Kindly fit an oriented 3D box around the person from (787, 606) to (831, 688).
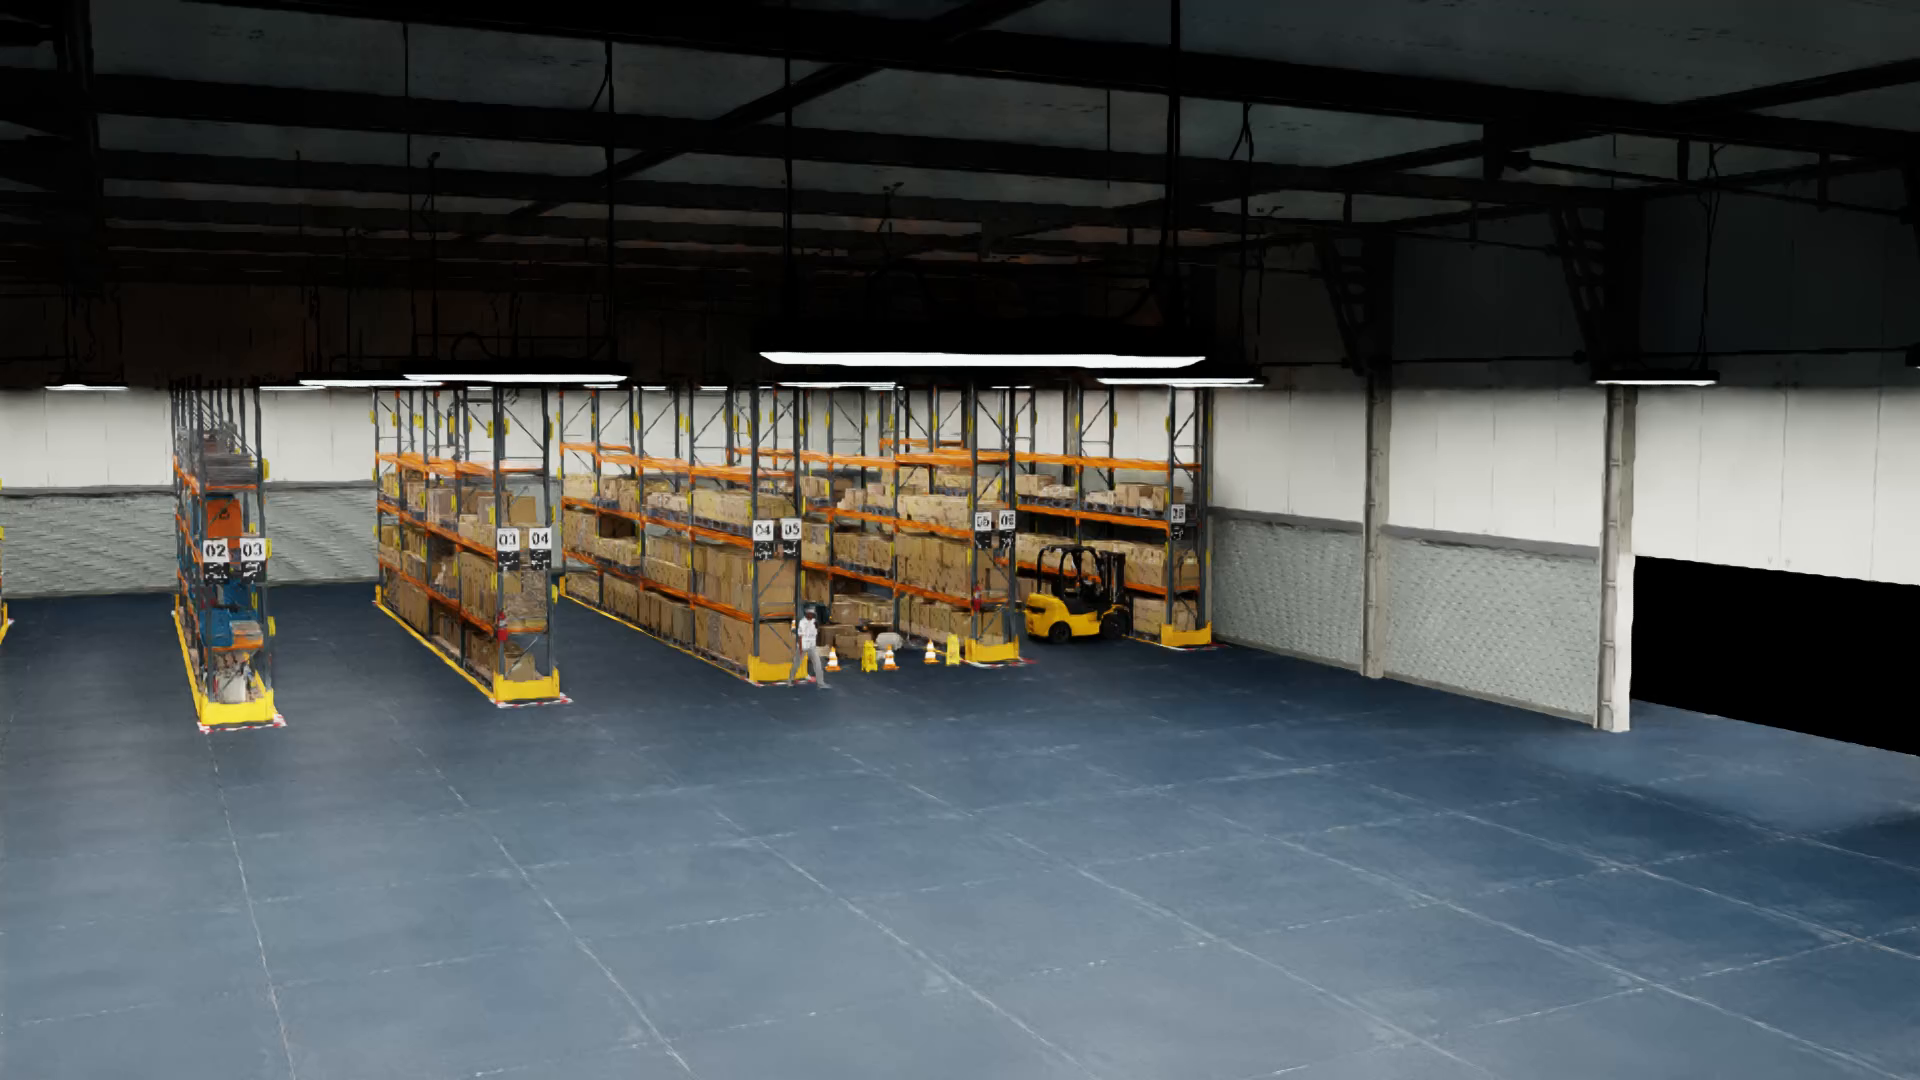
[{"bbox_3d":[-2.958,2.059,32.143,0.938,1.624,0.494,4,7,40],"label":"person"}]
